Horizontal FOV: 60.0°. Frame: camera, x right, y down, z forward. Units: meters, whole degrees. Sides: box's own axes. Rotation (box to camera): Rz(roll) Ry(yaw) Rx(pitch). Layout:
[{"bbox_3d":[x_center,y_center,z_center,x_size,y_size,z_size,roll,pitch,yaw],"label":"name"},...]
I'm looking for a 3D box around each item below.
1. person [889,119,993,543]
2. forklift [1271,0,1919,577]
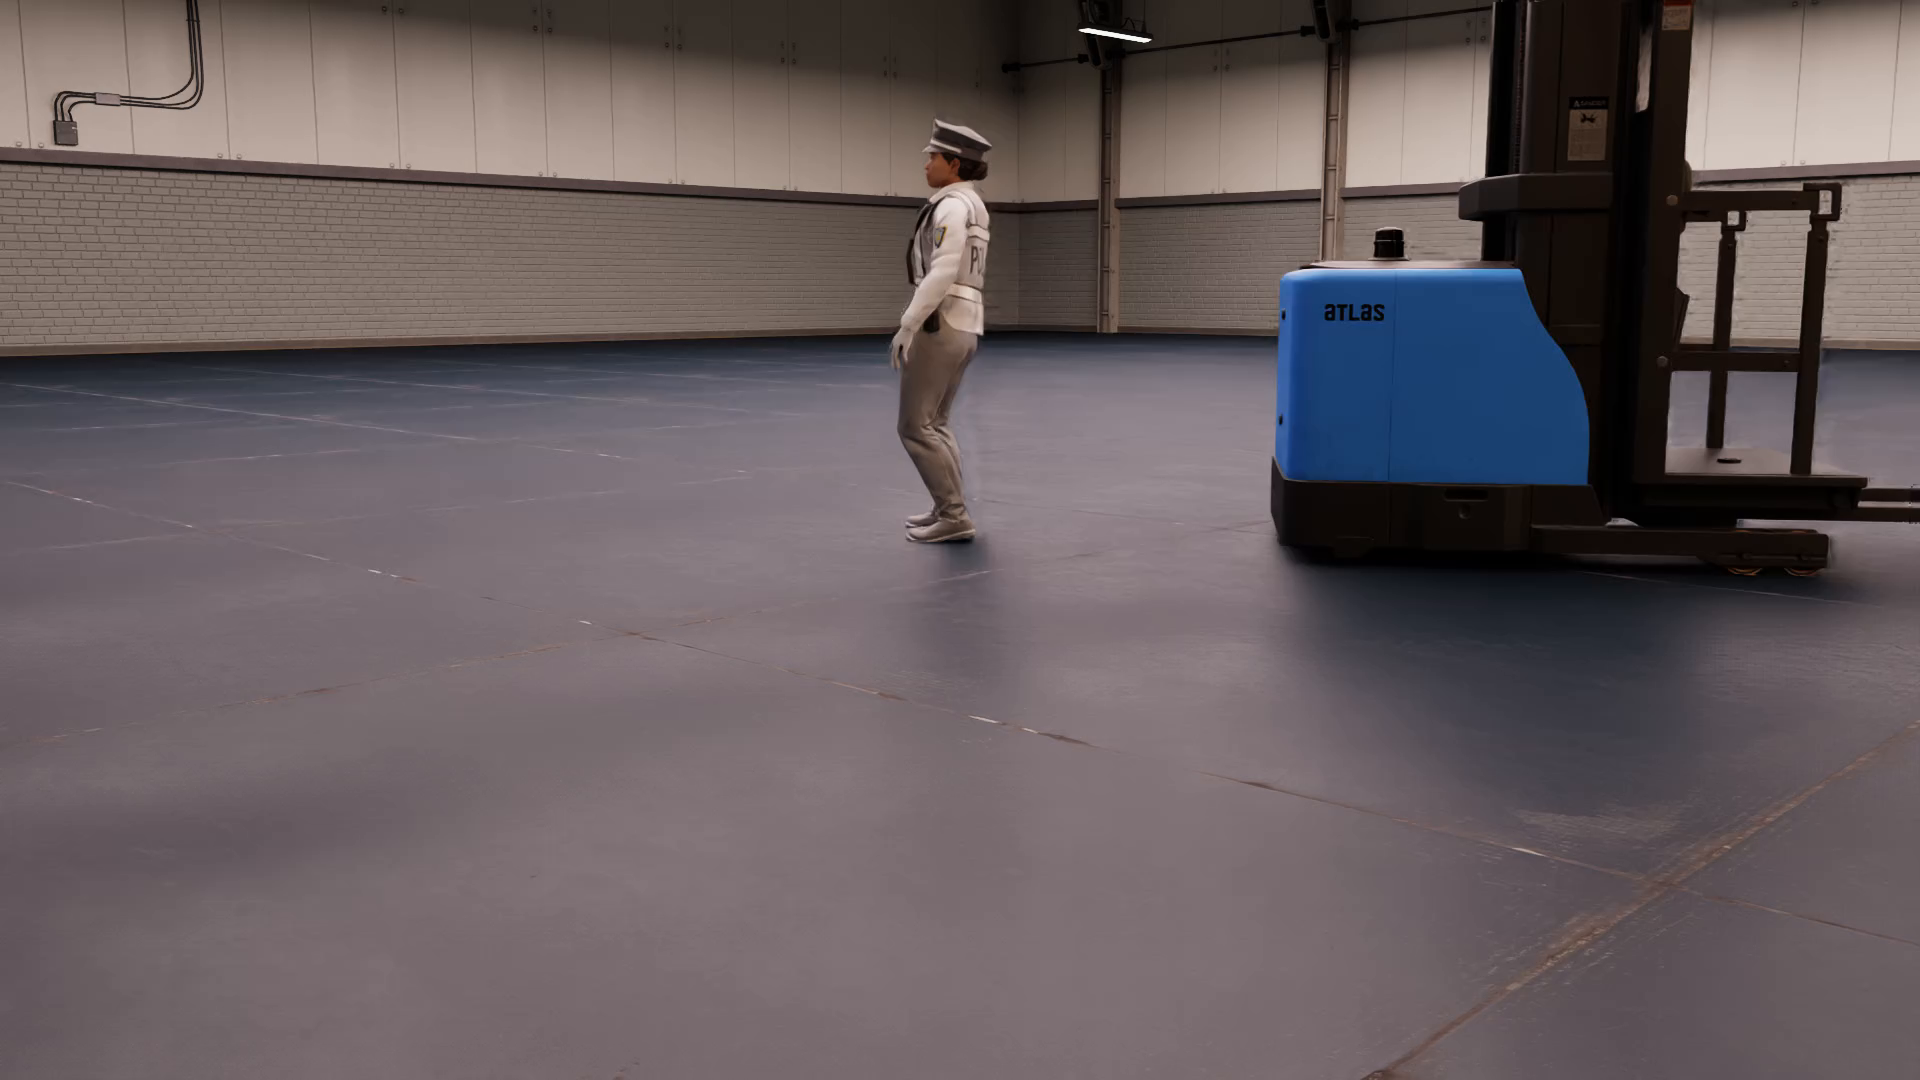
[{"bbox_3d":[-0.080,-0.815,6.629,0.437,1.670,0.672,2,9,12],"label":"person"},{"bbox_3d":[2.753,-1.402,6.186,3.031,2.935,1.130,1,9,8],"label":"forklift"}]
